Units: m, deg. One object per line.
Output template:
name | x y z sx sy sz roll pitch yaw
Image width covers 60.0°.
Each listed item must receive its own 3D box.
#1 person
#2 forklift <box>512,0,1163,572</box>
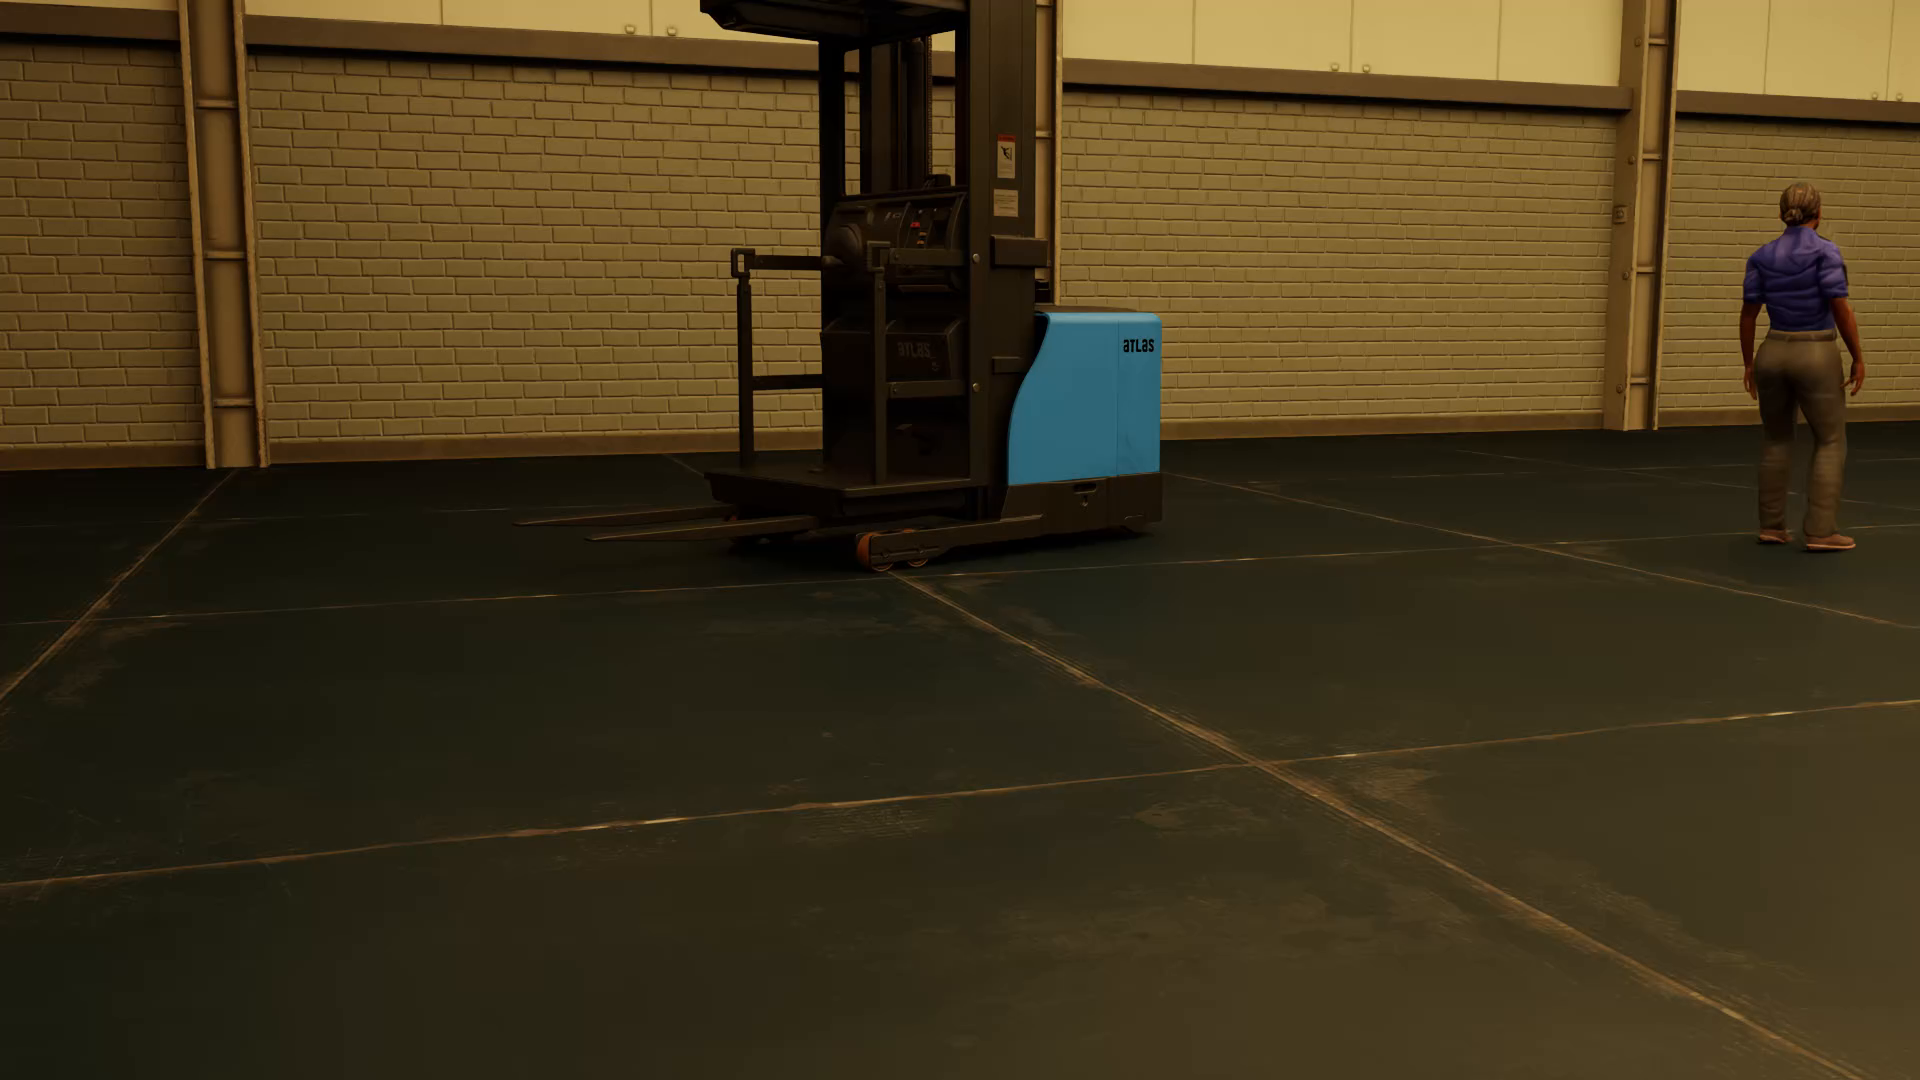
person | 3.864 -0.777 7.595 0.434 1.678 0.532 -5 9 -32
forklift | -0.461 -1.399 7.333 3.031 2.935 1.130 -7 10 -40
